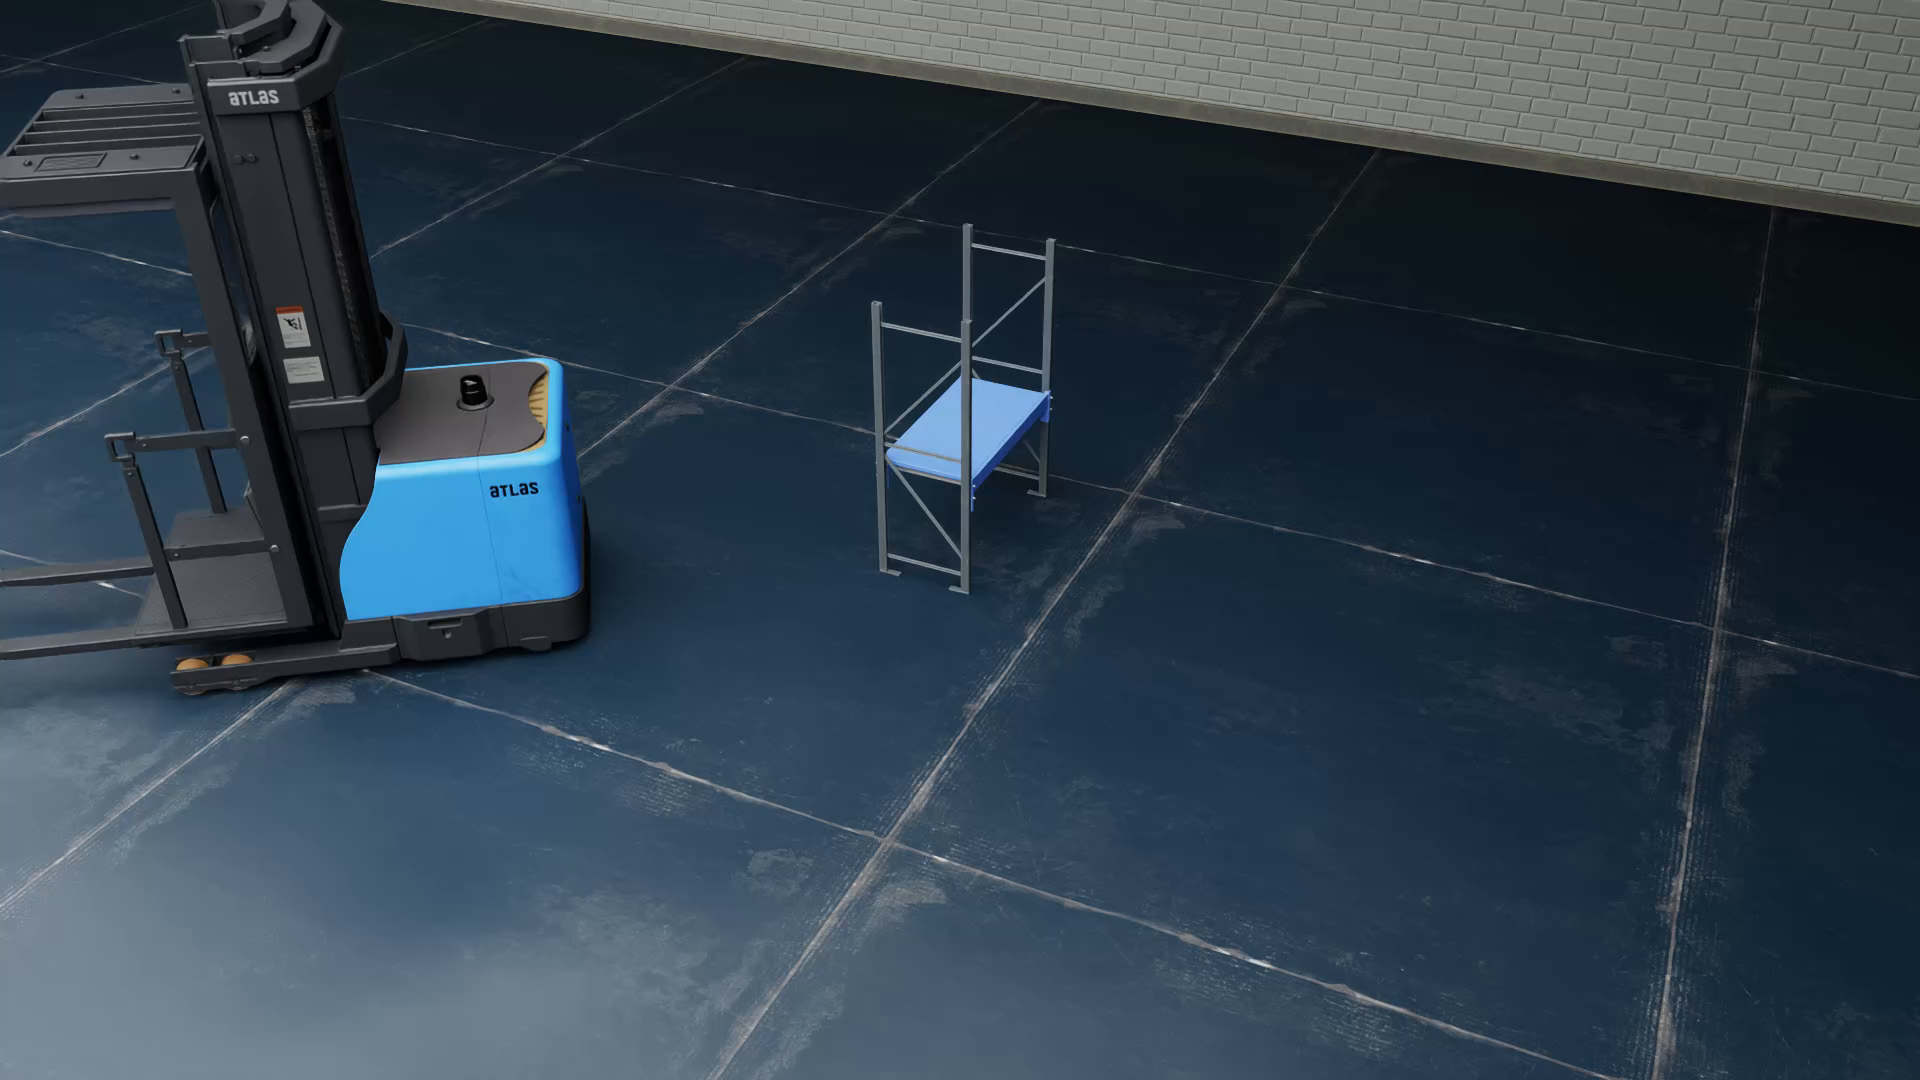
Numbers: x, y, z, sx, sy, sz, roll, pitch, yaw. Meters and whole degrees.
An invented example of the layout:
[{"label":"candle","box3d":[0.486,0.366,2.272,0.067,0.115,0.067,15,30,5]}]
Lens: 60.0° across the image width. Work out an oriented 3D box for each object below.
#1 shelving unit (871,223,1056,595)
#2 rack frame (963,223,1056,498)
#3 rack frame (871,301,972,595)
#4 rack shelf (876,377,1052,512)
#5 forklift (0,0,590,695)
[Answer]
[{"label":"shelving unit","box3d":[0.036,-0.670,8.404,0.538,1.500,1.048,14,36,20]},{"label":"rack frame","box3d":[0.248,-0.923,8.790,0.500,1.500,0.032,14,36,20]},{"label":"rack frame","box3d":[-0.177,-0.417,8.017,0.500,1.500,0.032,14,36,20]},{"label":"rack shelf","box3d":[0.036,-0.519,8.502,0.538,0.185,1.000,14,36,20]},{"label":"forklift","box3d":[-3.344,-0.826,7.337,3.031,2.935,1.130,-6,34,-9]}]
